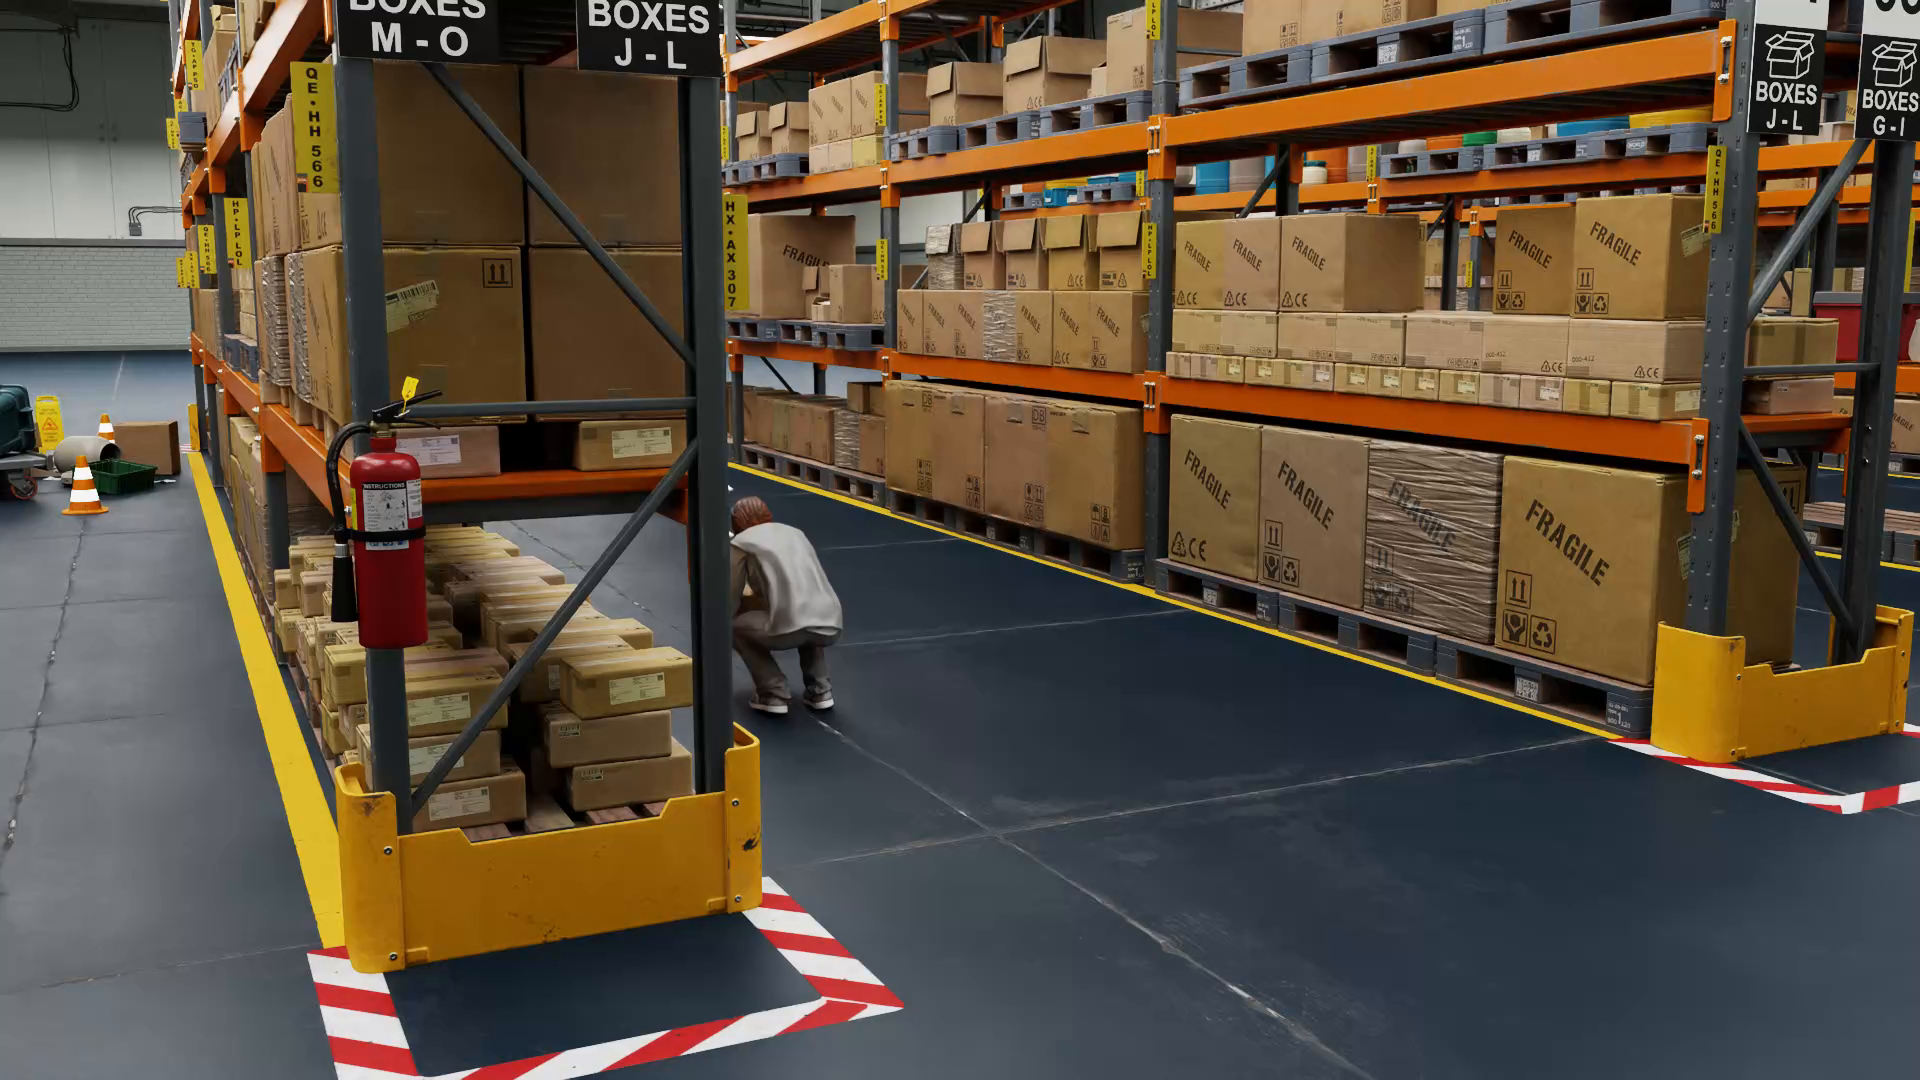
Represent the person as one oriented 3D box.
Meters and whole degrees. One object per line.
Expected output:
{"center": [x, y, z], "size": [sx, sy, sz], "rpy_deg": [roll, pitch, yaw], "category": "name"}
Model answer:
{"center": [-0.806, 0.287, 7.373], "size": [0.427, 0.892, 0.828], "rpy_deg": [-4, 10, -27], "category": "person"}
